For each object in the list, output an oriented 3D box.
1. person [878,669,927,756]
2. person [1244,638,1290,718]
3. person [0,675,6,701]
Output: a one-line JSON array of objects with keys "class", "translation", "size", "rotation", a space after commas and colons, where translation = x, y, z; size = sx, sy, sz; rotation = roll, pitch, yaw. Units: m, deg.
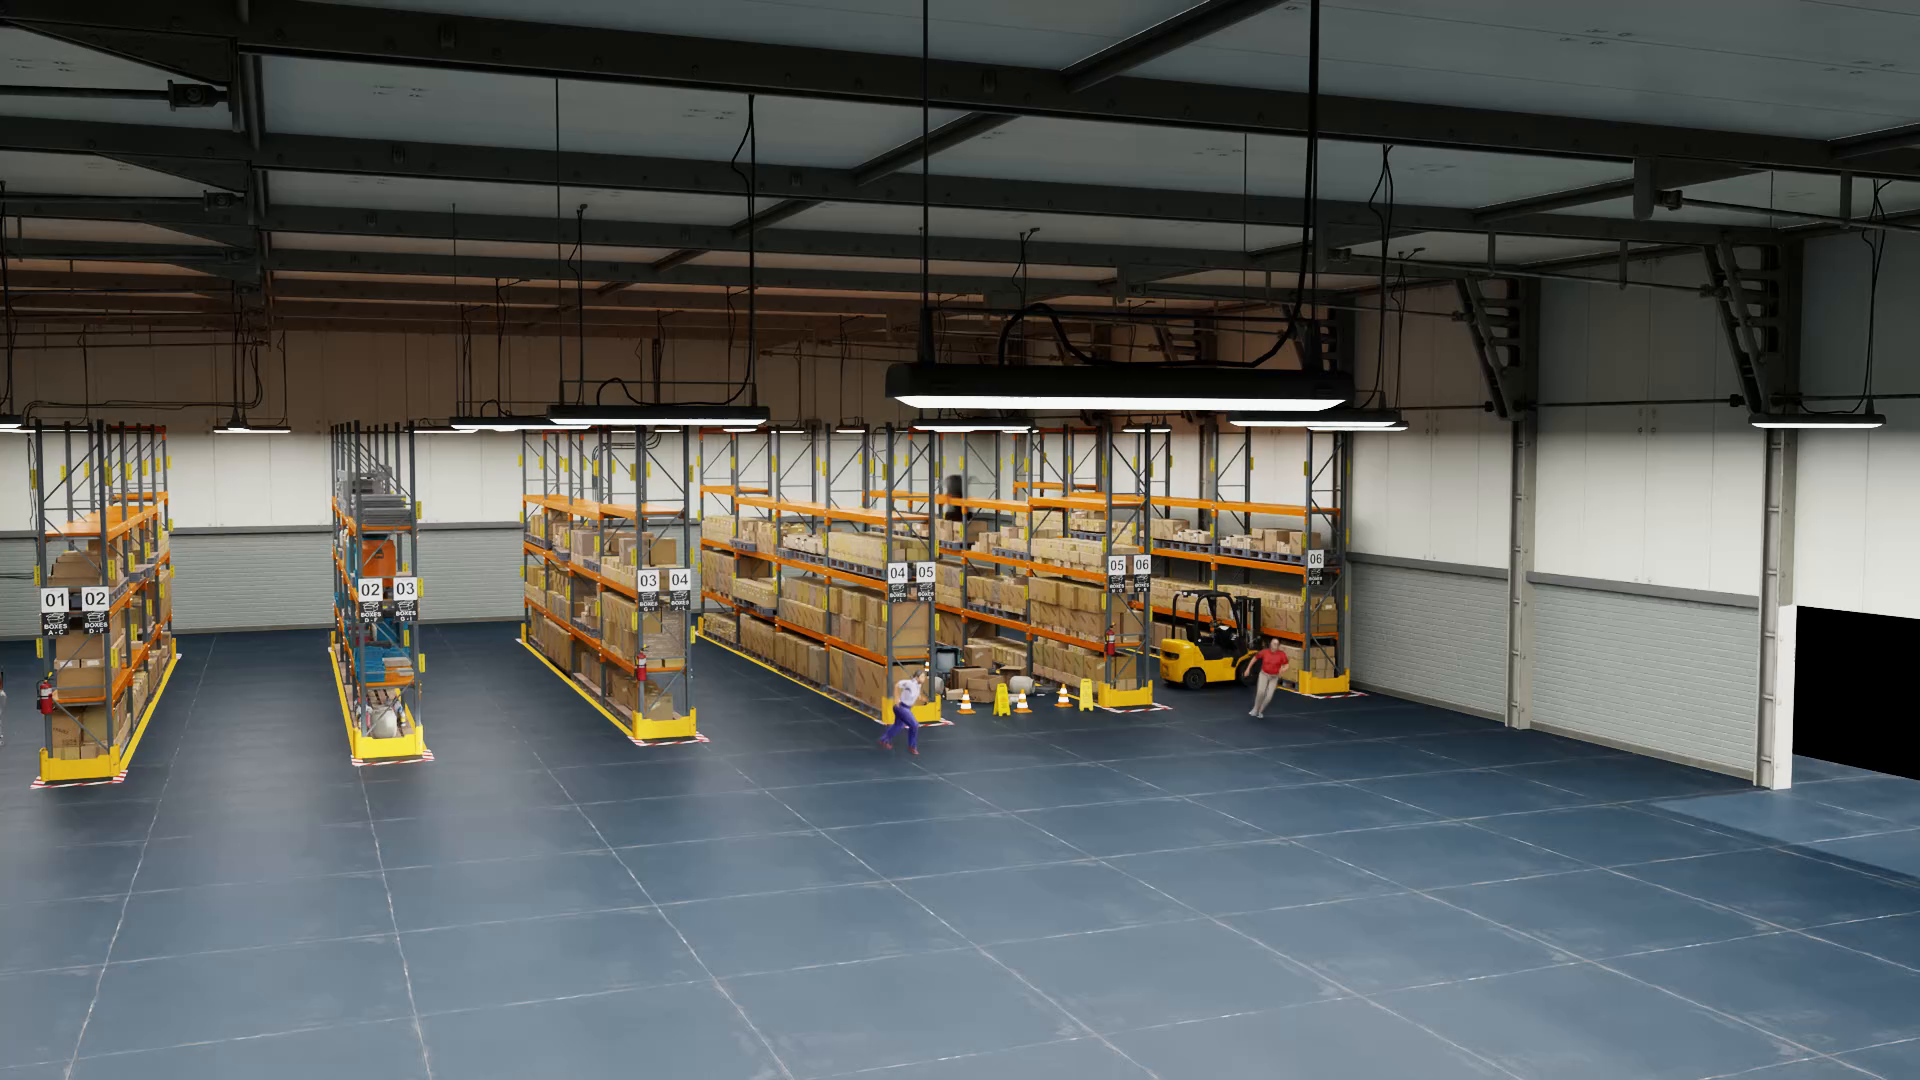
[{"class": "person", "translation": [-1.061, 3.110, 29.912], "size": [0.959, 1.607, 0.648], "rotation": [1, 4, 23]}, {"class": "person", "translation": [6.270, 2.810, 33.763], "size": [0.862, 1.627, 0.679], "rotation": [0, 4, -4]}, {"class": "person", "translation": [-17.586, 2.964, 29.964], "size": [0.711, 1.767, 0.983], "rotation": [-2, 4, -33]}]
